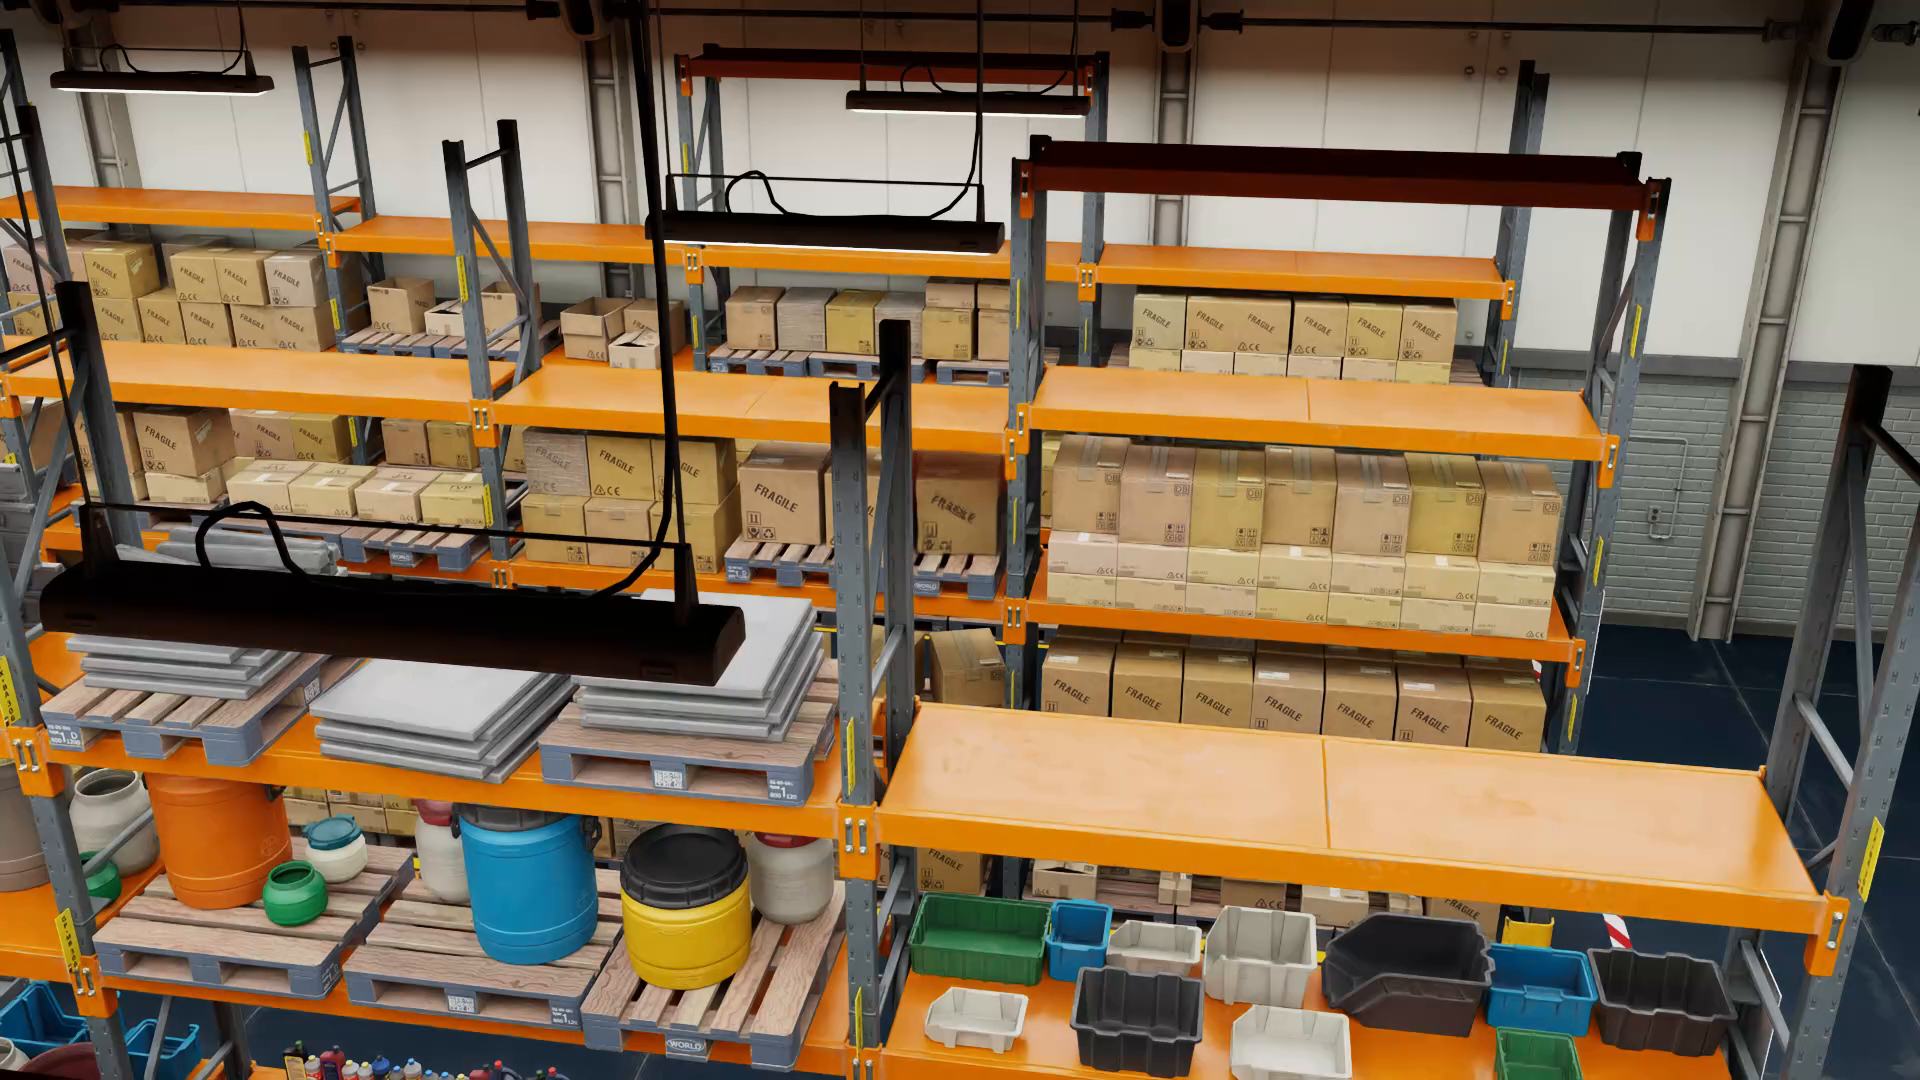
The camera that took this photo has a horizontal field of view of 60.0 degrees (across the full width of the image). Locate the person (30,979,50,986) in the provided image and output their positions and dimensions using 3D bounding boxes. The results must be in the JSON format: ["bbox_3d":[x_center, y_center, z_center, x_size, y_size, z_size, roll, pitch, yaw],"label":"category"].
[{"bbox_3d":[-6.887,2.509,12.311,0.515,1.685,0.485,9,25,19],"label":"person"}]
